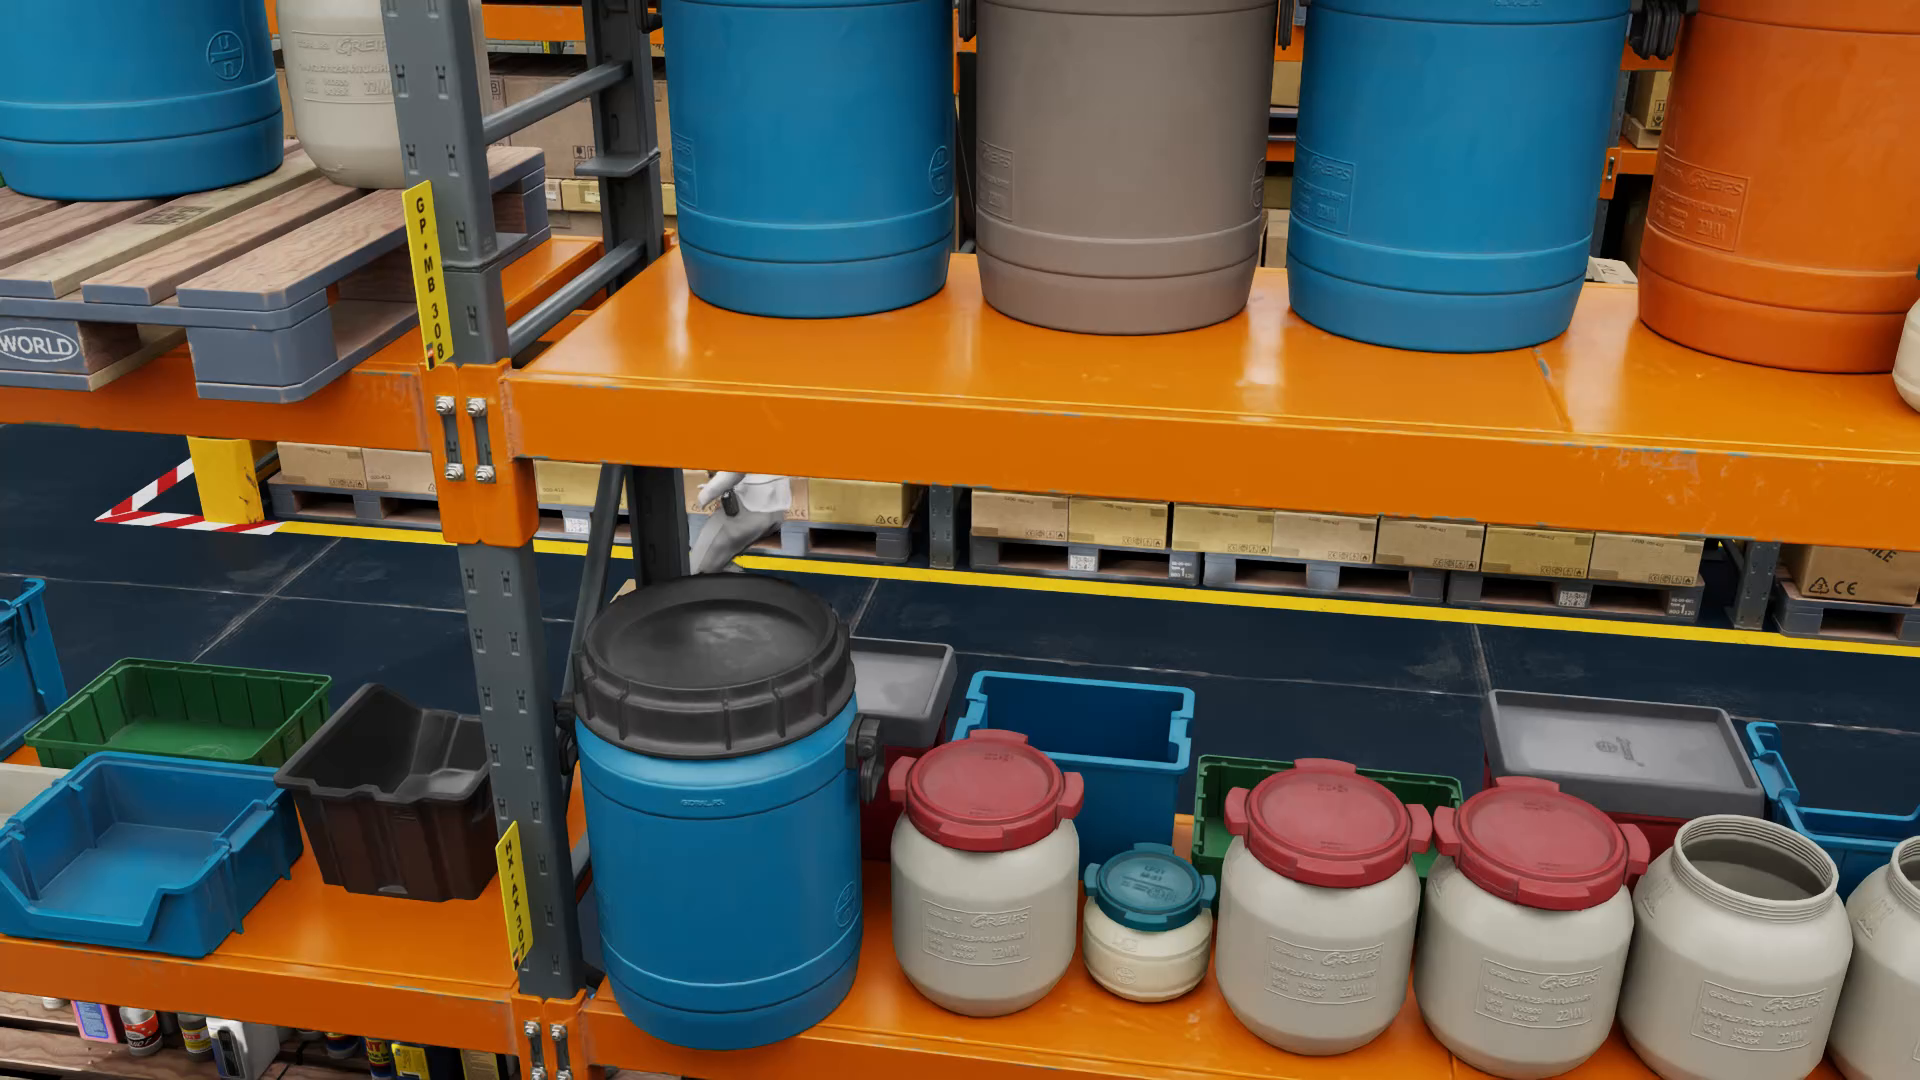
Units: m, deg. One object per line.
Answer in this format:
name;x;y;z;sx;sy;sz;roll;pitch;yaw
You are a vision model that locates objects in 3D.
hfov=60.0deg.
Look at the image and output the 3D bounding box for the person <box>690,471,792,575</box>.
person;-1.060;-0.138;7.506;0.514;1.606;0.999;9;27;18
